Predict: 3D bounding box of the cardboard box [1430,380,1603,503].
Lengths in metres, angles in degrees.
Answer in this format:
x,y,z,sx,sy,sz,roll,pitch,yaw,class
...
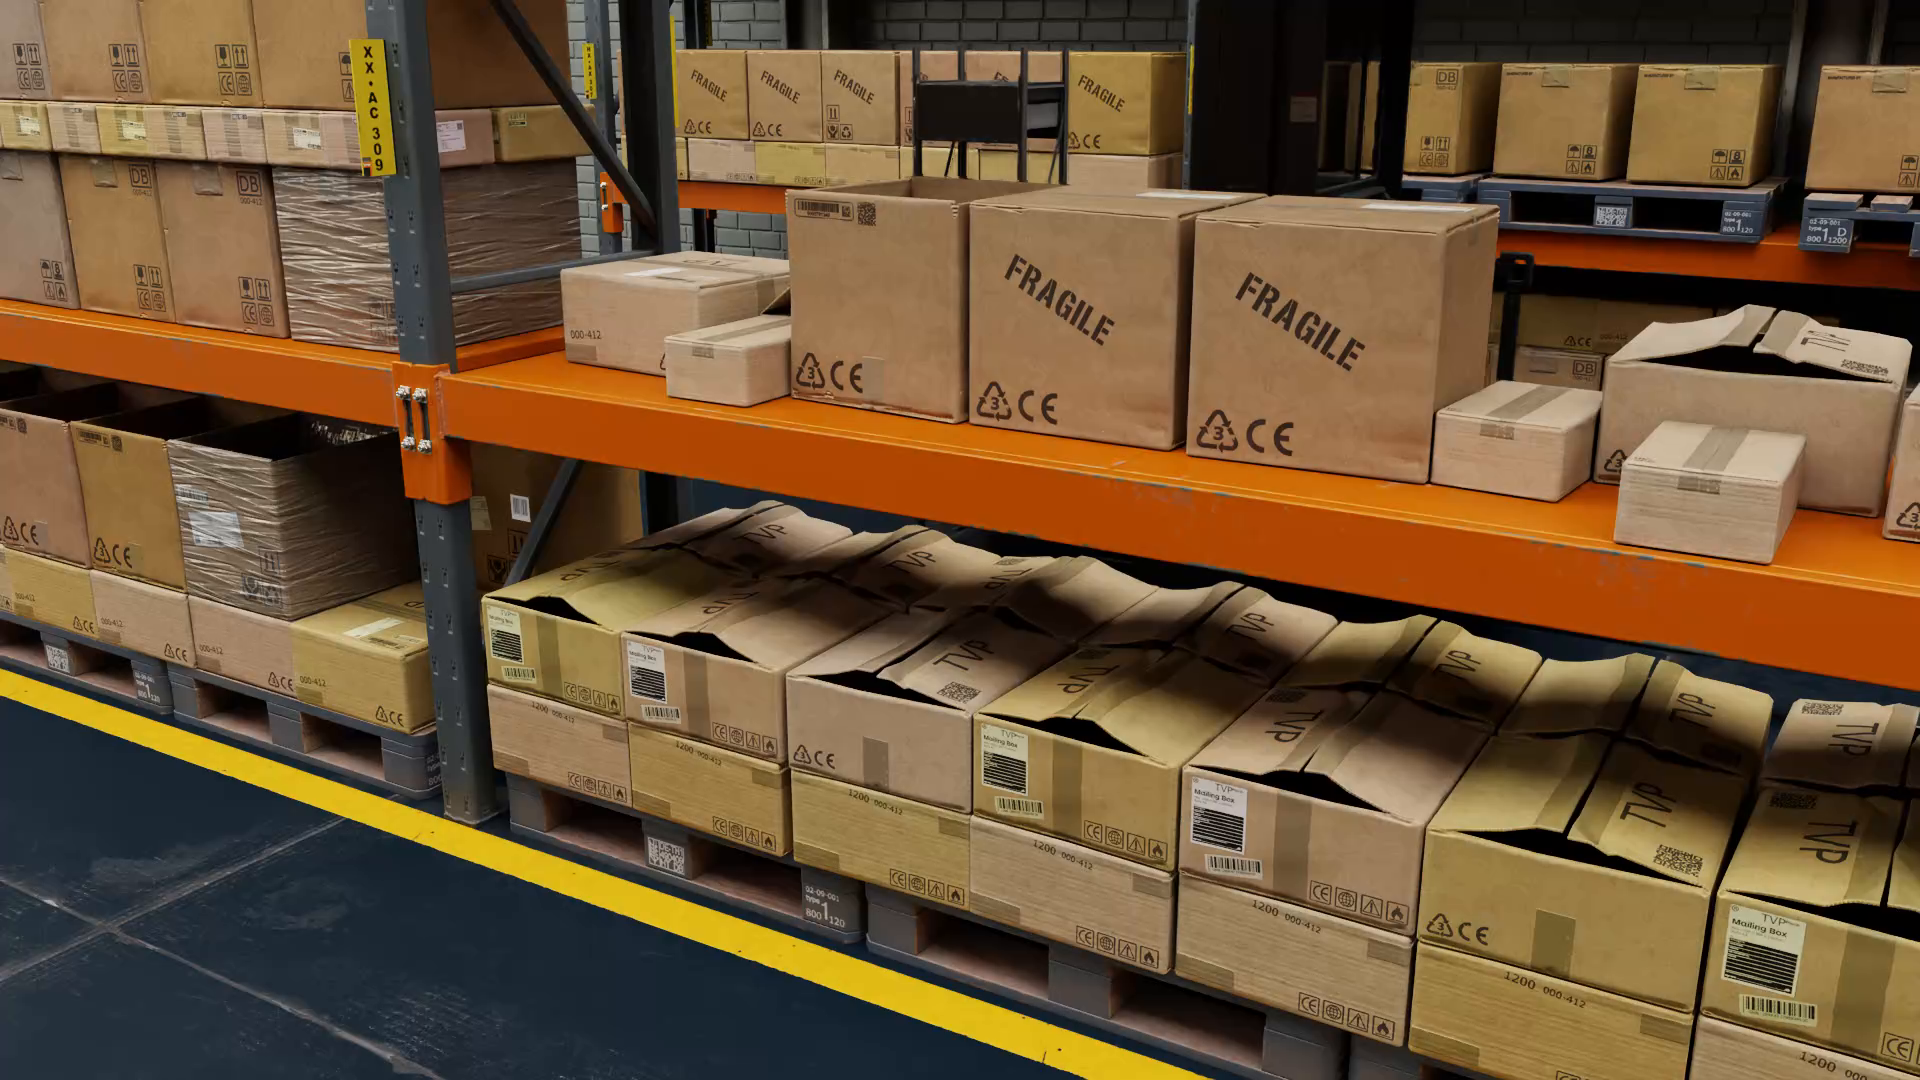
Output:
x,y,z,sx,sy,sz,roll,pitch,yaw,class
1.132,-0.204,3.323,0.250,0.149,0.380,12,21,34,cardboard box

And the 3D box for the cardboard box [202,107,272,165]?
x,y,z,sx,sy,sz,roll,pitch,yaw,class
-1.938,-1.176,4.804,0.250,0.149,0.380,9,19,28,cardboard box

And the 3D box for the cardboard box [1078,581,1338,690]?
x,y,z,sx,sy,sz,roll,pitch,yaw,class
0.632,0.316,4.223,0.500,0.311,0.500,10,19,29,cardboard box

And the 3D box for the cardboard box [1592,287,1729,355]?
x,y,z,sx,sy,sz,roll,pitch,yaw,class
3.303,-1.020,7.833,0.500,0.250,0.500,10,20,30,cardboard box

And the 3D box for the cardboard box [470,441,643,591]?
x,y,z,sx,sy,sz,roll,pitch,yaw,class
-1.392,-0.144,5.414,0.500,0.500,0.500,10,20,30,cardboard box

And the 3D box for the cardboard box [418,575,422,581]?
x,y,z,sx,sy,sz,roll,pitch,yaw,class
-1.820,0.140,5.769,0.500,0.250,0.500,10,20,30,cardboard box

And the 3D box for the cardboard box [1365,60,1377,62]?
x,y,z,sx,sy,sz,roll,pitch,yaw,class
1.845,-2.152,8.376,0.500,0.500,0.700,10,20,30,cardboard box

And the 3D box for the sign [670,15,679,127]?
x,y,z,sx,sy,sz,roll,pitch,yaw,class
-0.885,-1.404,4.987,0.005,0.325,0.100,10,20,30,sign

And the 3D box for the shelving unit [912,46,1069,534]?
x,y,z,sx,sy,sz,roll,pitch,yaw,class
0.126,-0.980,6.996,0.503,2.100,0.431,9,19,28,shelving unit

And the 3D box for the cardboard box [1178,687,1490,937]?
x,y,z,sx,sy,sz,roll,pitch,yaw,class
0.798,0.529,3.522,0.500,0.311,0.500,10,20,30,cardboard box

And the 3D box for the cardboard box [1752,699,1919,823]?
x,y,z,sx,sy,sz,roll,pitch,yaw,class
1.955,0.550,3.452,0.500,0.311,0.500,11,20,32,cardboard box

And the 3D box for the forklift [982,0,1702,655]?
x,y,z,sx,sy,sz,roll,pitch,yaw,class
1.625,-1.098,5.952,3.031,2.935,1.130,9,19,28,forklift

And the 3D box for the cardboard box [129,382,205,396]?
x,y,z,sx,sy,sz,roll,pitch,yaw,class
-2.671,-0.372,6.163,0.500,0.500,0.500,10,20,30,cardboard box

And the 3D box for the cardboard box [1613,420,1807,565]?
x,y,z,sx,sy,sz,roll,pitch,yaw,class
1.337,-0.092,2.955,0.250,0.149,0.380,10,20,30,cardboard box

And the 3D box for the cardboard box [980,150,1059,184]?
x,y,z,sx,sy,sz,roll,pitch,yaw,class
0.446,-1.992,9.002,0.500,0.250,0.500,10,20,30,cardboard box

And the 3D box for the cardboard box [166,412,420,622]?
x,y,z,sx,sy,sz,roll,pitch,yaw,class
-2.090,-0.092,5.240,0.500,0.500,0.500,10,20,30,cardboard box

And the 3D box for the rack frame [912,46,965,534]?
x,y,z,sx,sy,sz,roll,pitch,yaw,class
-0.086,-1.016,7.111,0.015,2.100,0.400,9,19,28,rack frame

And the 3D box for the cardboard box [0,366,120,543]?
x,y,z,sx,sy,sz,roll,pitch,yaw,class
-3.369,-0.320,5.990,0.500,0.500,0.500,10,20,30,cardboard box

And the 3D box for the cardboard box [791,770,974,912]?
x,y,z,sx,sy,sz,roll,pitch,yaw,class
-0.069,0.641,4.117,0.500,0.250,0.500,9,19,28,cardboard box

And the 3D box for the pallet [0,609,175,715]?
x,y,z,sx,sy,sz,roll,pitch,yaw,class
-2.860,0.265,6.144,1.213,0.211,1.003,10,20,30,pallet

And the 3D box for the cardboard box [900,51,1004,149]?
x,y,z,sx,sy,sz,roll,pitch,yaw,class
0.012,-2.425,9.138,0.500,0.500,0.500,9,19,28,cardboard box

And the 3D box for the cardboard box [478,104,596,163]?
x,y,z,sx,sy,sz,roll,pitch,yaw,class
-1.288,-1.199,4.880,0.250,0.149,0.380,10,20,30,cardboard box

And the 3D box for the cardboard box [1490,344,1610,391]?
x,y,z,sx,sy,sz,roll,pitch,yaw,class
2.945,-0.732,8.175,0.500,0.500,0.700,10,20,31,cardboard box

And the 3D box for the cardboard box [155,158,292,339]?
x,y,z,sx,sy,sz,roll,pitch,yaw,class
-1.995,-0.945,5.158,0.500,0.500,0.700,10,20,29,cardboard box

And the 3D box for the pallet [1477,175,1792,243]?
x,y,z,sx,sy,sz,roll,pitch,yaw,class
3.129,-1.570,7.720,1.213,0.211,1.003,10,20,30,pallet

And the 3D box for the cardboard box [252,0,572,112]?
x,y,z,sx,sy,sz,roll,pitch,yaw,class
-1.542,-1.487,4.710,0.500,0.500,0.700,10,20,30,cardboard box

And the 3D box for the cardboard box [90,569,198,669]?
x,y,z,sx,sy,sz,roll,pitch,yaw,class
-2.525,0.195,5.586,0.500,0.250,0.500,10,20,30,cardboard box

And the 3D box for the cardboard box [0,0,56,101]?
x,y,z,sx,sy,sz,roll,pitch,yaw,class
-2.825,-1.716,5.464,0.500,0.500,0.700,10,20,30,cardboard box

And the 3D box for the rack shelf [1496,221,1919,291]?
x,y,z,sx,sy,sz,roll,pitch,yaw,class
3.133,-1.331,7.840,4.000,0.370,1.077,10,20,30,rack shelf

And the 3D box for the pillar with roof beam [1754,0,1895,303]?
x,y,z,sx,sy,sz,roll,pitch,yaw,class
1.929,-3.587,3.709,0.400,9.000,9.100,10,20,30,pillar with roof beam

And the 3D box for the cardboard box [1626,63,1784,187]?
x,y,z,sx,sy,sz,roll,pitch,yaw,class
3.358,-1.883,7.489,0.500,0.500,0.700,10,20,30,cardboard box

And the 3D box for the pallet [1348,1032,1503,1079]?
x,y,z,sx,sy,sz,roll,pitch,yaw,class
1.567,1.056,3.543,1.213,0.211,1.003,10,20,30,pallet

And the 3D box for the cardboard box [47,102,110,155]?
x,y,z,sx,sy,sz,roll,pitch,yaw,class
-2.585,-1.292,5.186,0.250,0.149,0.380,11,20,32,cardboard box

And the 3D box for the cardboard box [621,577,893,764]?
x,y,z,sx,sy,sz,roll,pitch,yaw,class
-0.515,0.296,4.289,0.500,0.311,0.500,10,19,29,cardboard box

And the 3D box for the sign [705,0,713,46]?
x,y,z,sx,sy,sz,roll,pitch,yaw,class
-1.672,-3.428,10.969,0.005,0.325,0.100,10,20,30,sign

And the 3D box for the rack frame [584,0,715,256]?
x,y,z,sx,sy,sz,roll,pitch,yaw,class
-1.980,-2.588,10.740,0.127,3.000,1.000,10,20,30,rack frame

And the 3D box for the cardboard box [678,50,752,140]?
x,y,z,sx,sy,sz,roll,pitch,yaw,class
-1.314,-2.660,9.910,0.500,0.500,0.500,10,20,30,cardboard box

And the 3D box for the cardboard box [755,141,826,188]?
x,y,z,sx,sy,sz,roll,pitch,yaw,class
-0.849,-2.219,9.748,0.500,0.250,0.500,10,19,29,cardboard box

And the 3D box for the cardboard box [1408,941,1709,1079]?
x,y,z,sx,sy,sz,roll,pitch,yaw,class
1.231,0.874,3.352,0.500,0.250,0.500,10,19,29,cardboard box

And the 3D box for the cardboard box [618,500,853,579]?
x,y,z,sx,sy,sz,roll,pitch,yaw,class
-0.665,0.085,4.985,0.500,0.311,0.500,10,20,30,cardboard box

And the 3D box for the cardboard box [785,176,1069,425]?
x,y,z,sx,sy,sz,roll,pitch,yaw,class
-0.066,-0.599,4.020,0.500,0.500,0.500,12,21,34,cardboard box
